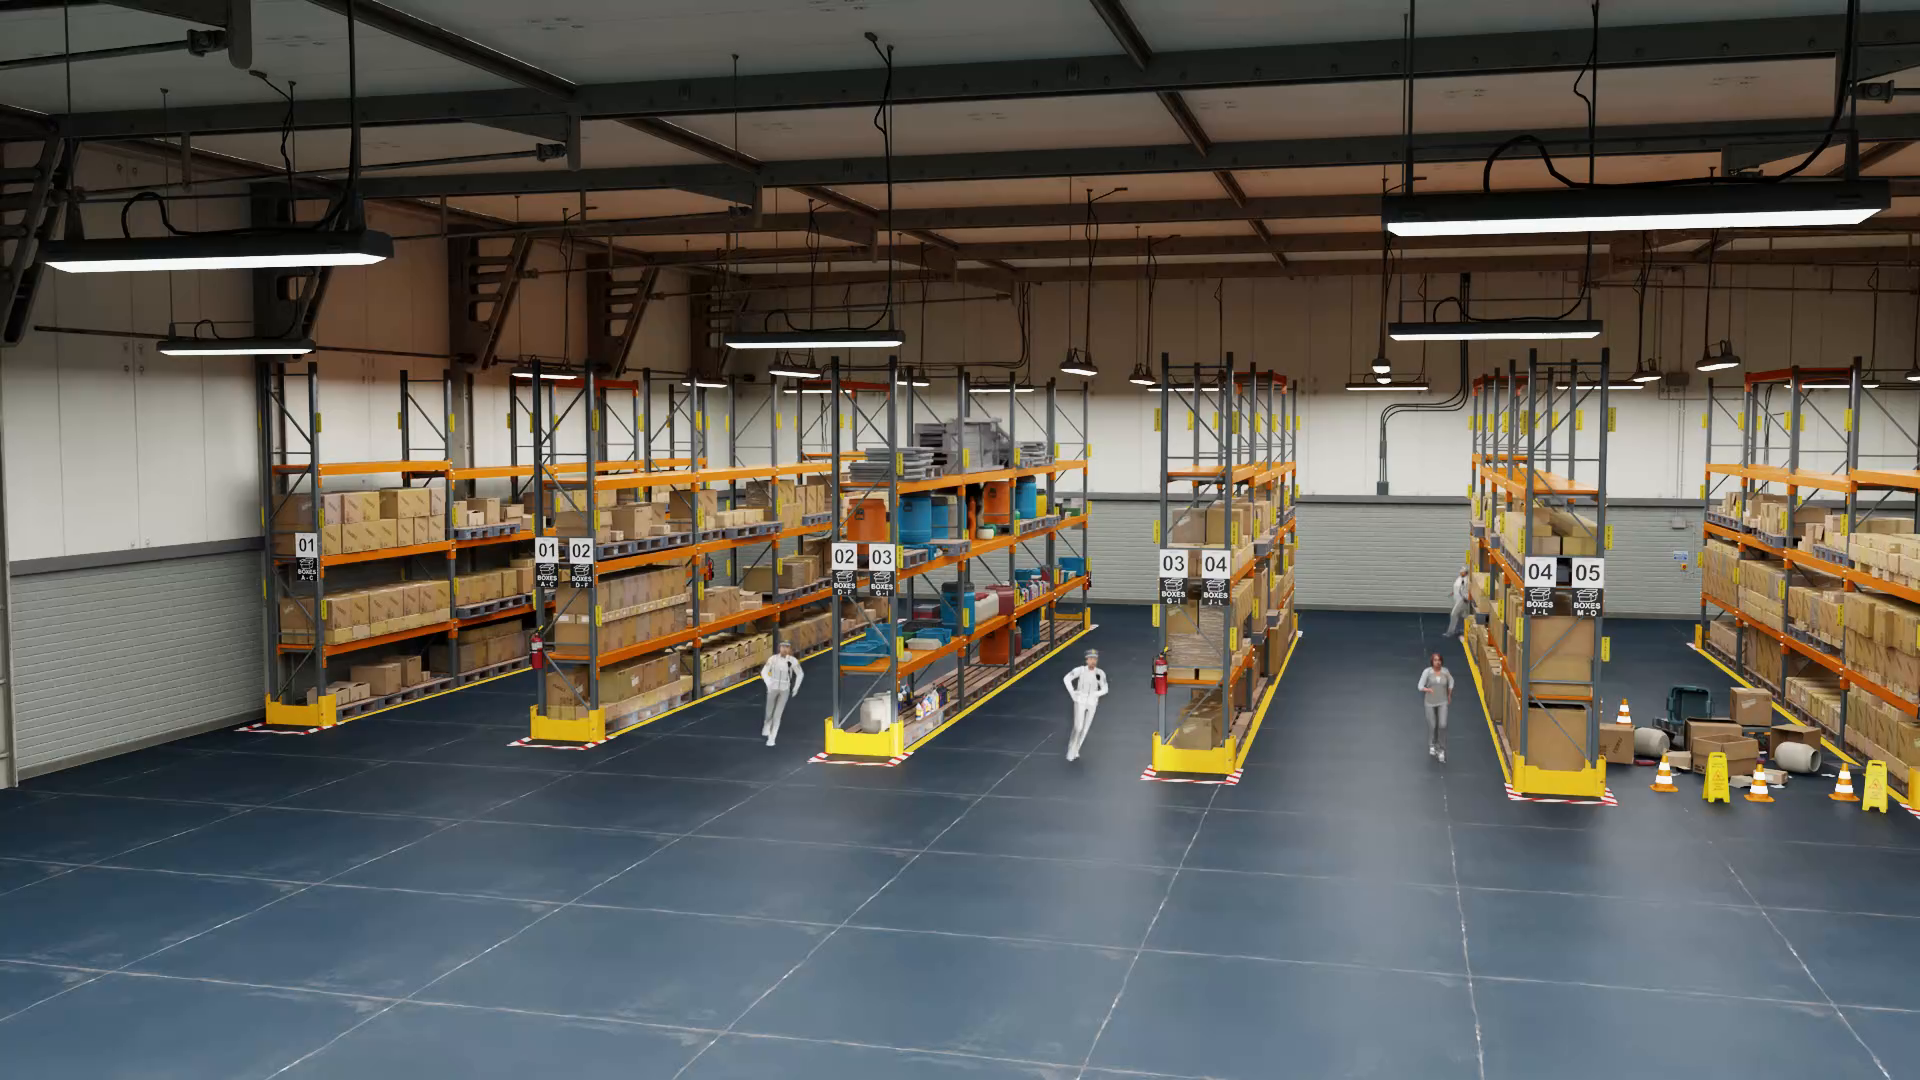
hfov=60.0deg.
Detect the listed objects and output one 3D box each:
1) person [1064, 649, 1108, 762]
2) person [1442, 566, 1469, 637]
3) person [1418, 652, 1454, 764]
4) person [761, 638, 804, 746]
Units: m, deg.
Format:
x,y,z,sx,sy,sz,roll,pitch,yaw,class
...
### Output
x,y,z,sx,sy,sz,roll,pitch,yaw,class
1.878,2.445,24.619,0.621,1.691,0.611,-1,4,-10,person
11.756,1.447,38.971,0.846,1.686,0.694,-1,4,-12,person
7.047,2.472,24.634,0.525,1.627,0.701,1,4,14,person
-2.785,2.349,26.062,0.680,1.656,0.687,0,4,-2,person
